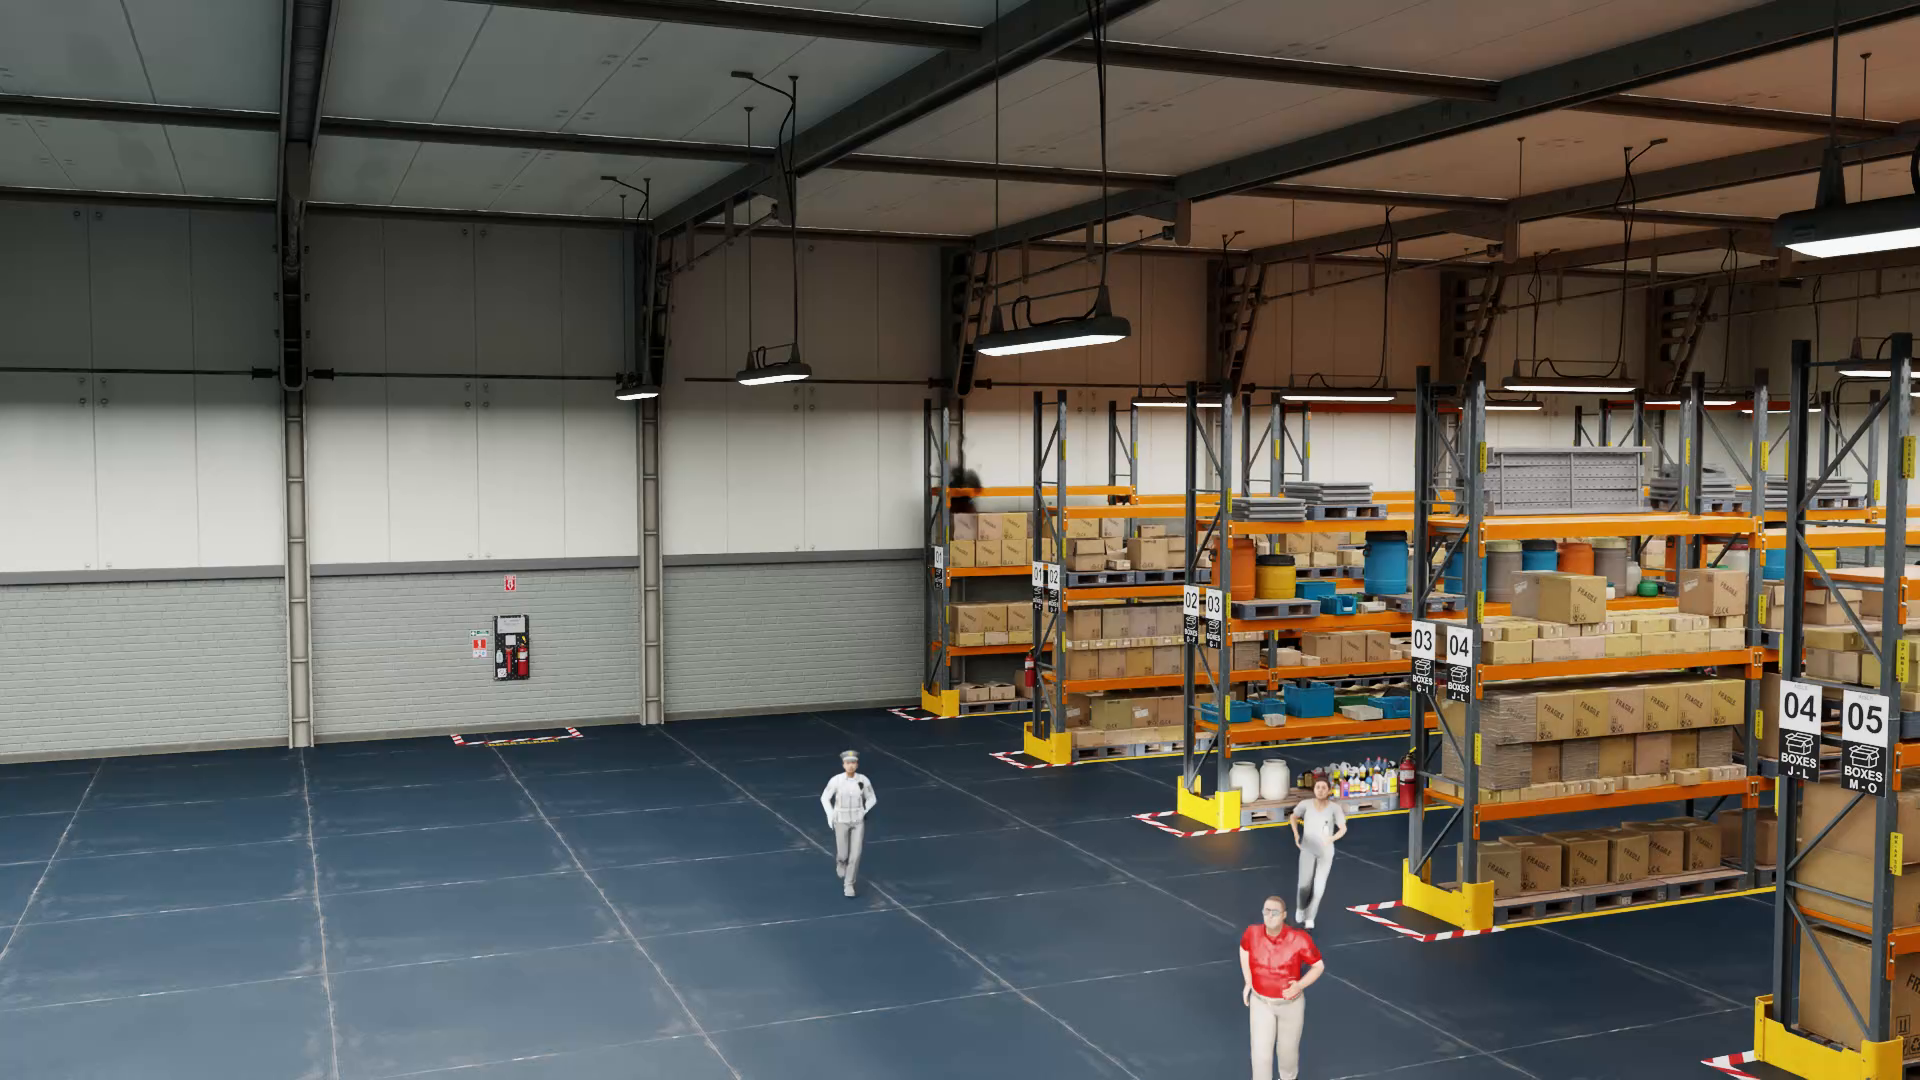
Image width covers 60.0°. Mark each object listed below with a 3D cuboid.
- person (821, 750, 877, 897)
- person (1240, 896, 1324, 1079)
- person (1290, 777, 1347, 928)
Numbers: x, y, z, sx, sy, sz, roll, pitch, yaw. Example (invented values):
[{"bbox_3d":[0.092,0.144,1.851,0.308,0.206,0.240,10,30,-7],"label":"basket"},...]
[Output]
[{"bbox_3d":[-1.267,3.215,19.052,0.629,1.651,0.567,-1,3,-10],"label":"person"},{"bbox_3d":[2.432,3.556,12.630,0.655,1.772,0.854,1,4,17],"label":"person"},{"bbox_3d":[3.777,3.309,17.556,0.595,1.628,0.521,1,3,14],"label":"person"}]
